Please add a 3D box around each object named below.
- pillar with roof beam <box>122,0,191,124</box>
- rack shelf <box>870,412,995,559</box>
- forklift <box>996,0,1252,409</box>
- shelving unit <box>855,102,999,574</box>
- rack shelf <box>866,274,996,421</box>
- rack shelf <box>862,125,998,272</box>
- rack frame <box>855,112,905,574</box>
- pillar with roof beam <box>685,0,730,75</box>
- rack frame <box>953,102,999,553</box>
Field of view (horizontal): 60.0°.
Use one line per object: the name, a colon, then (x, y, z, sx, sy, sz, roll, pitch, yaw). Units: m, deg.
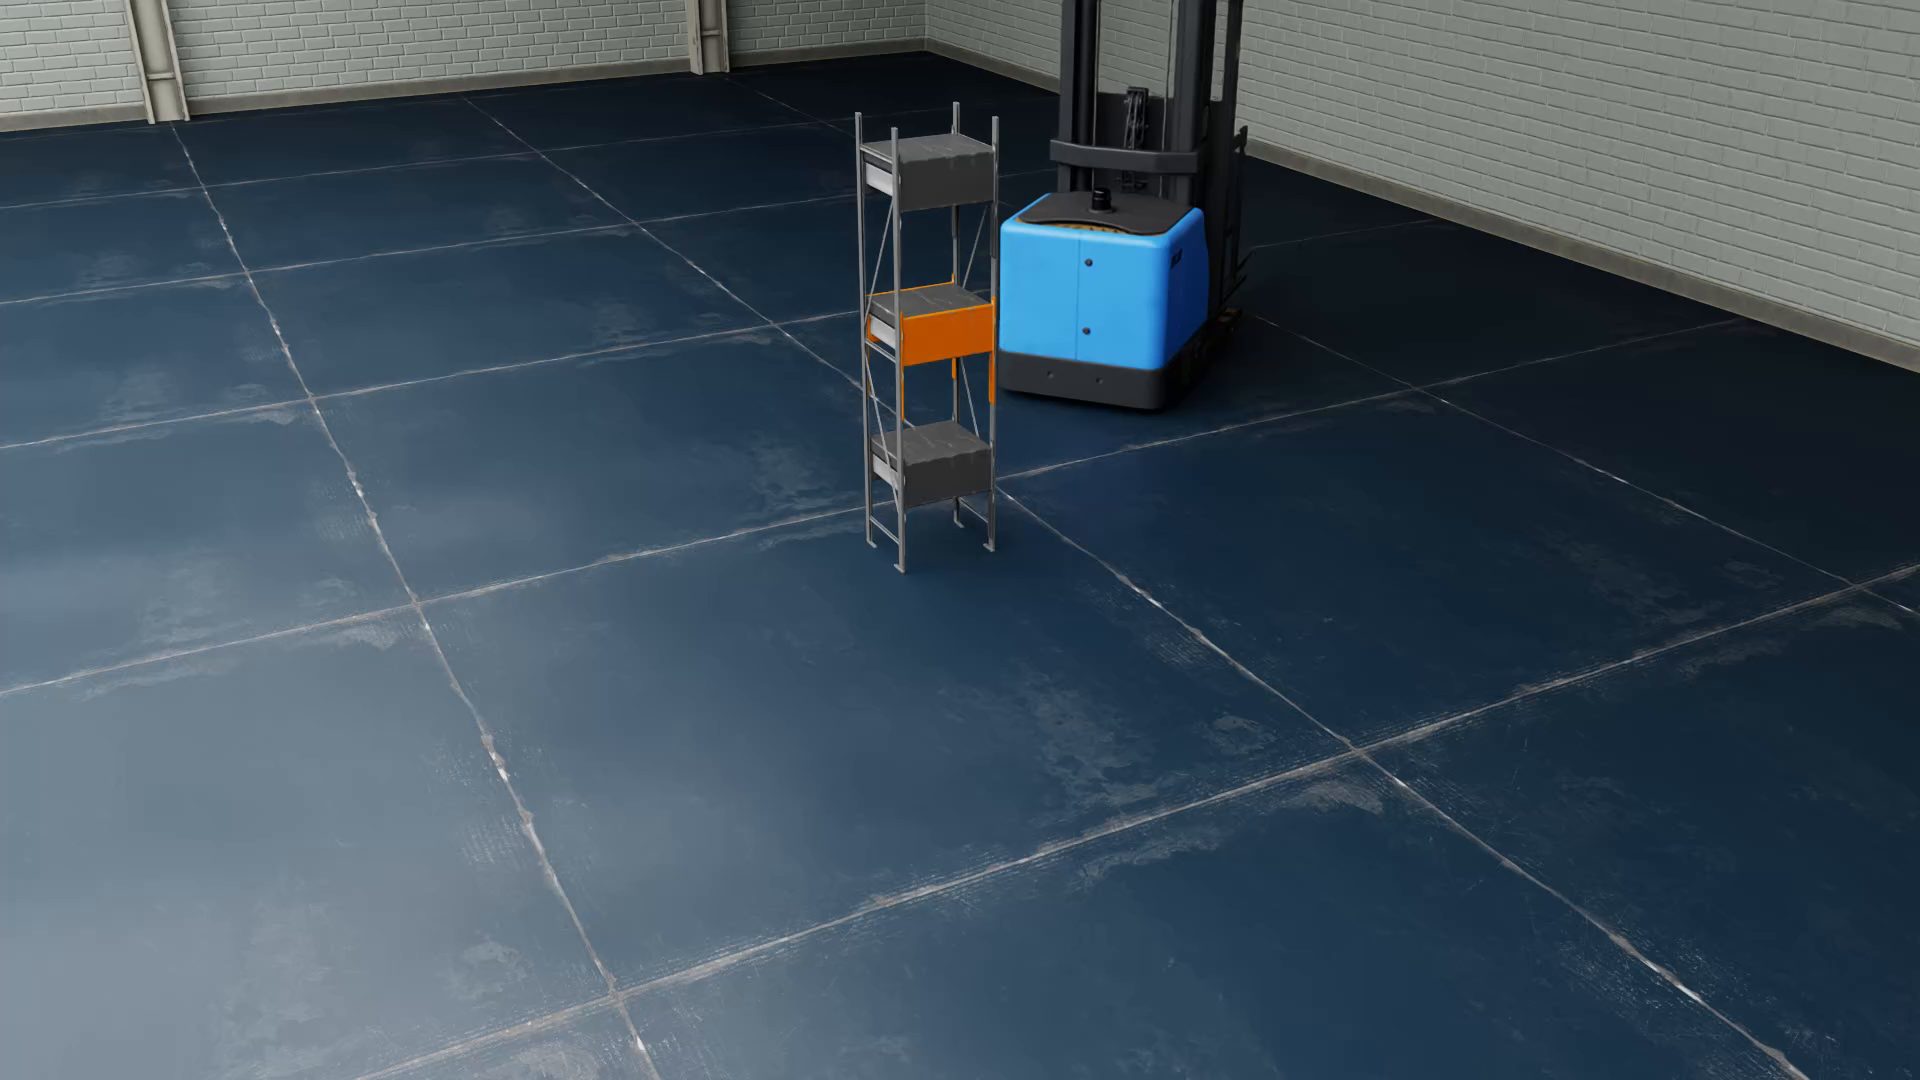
pillar with roof beam: (-6.272, -6.823, 12.065, 0.400, 9.000, 9.100, -13, 29, -25)
rack shelf: (-0.146, -0.270, 8.034, 0.480, 0.518, 0.431, -13, 29, -25)
forklift: (1.246, -2.693, 10.473, 1.130, 2.935, 3.031, 10, 27, 20)
shelving unit: (-0.146, -0.913, 7.725, 0.503, 2.100, 0.431, -13, 29, -25)
rack shelf: (-0.146, -0.901, 7.731, 0.480, 0.518, 0.431, -13, 29, -25)
rack shelf: (-0.146, -1.532, 7.428, 0.480, 0.518, 0.431, -13, 29, -25)
rack frame: (-0.361, -0.863, 7.622, 0.015, 2.100, 0.400, -13, 29, -25)
pillar with roof beam: (-0.977, -8.045, 14.610, 0.400, 9.000, 9.100, -13, 29, -25)
rack frame: (0.069, -0.963, 7.829, 0.015, 2.100, 0.400, -13, 29, -25)
